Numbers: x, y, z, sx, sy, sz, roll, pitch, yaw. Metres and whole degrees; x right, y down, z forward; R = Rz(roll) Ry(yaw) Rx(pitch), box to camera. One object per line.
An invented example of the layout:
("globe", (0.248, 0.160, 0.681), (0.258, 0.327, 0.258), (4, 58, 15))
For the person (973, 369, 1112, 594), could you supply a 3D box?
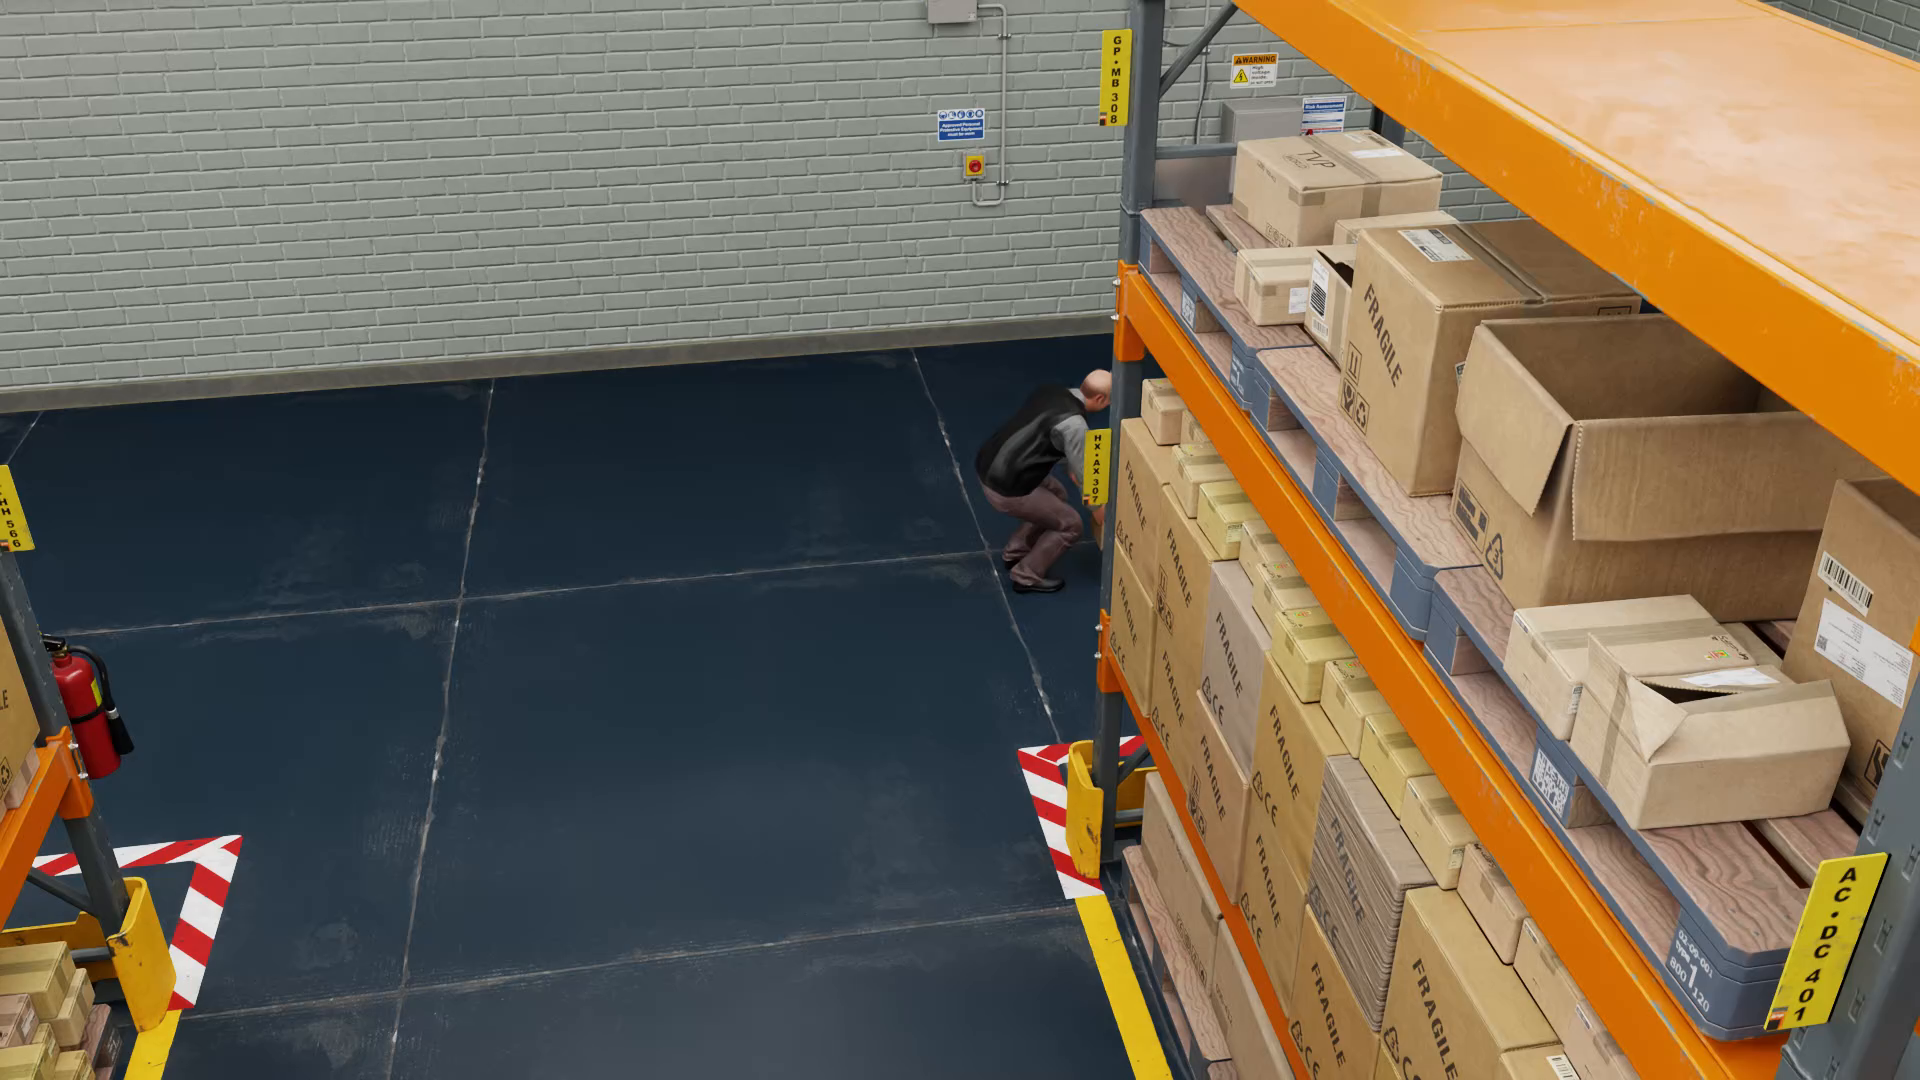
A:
("person", (0.474, -0.351, 9.245), (0.789, 1.232, 0.583), (-5, 31, -9))
